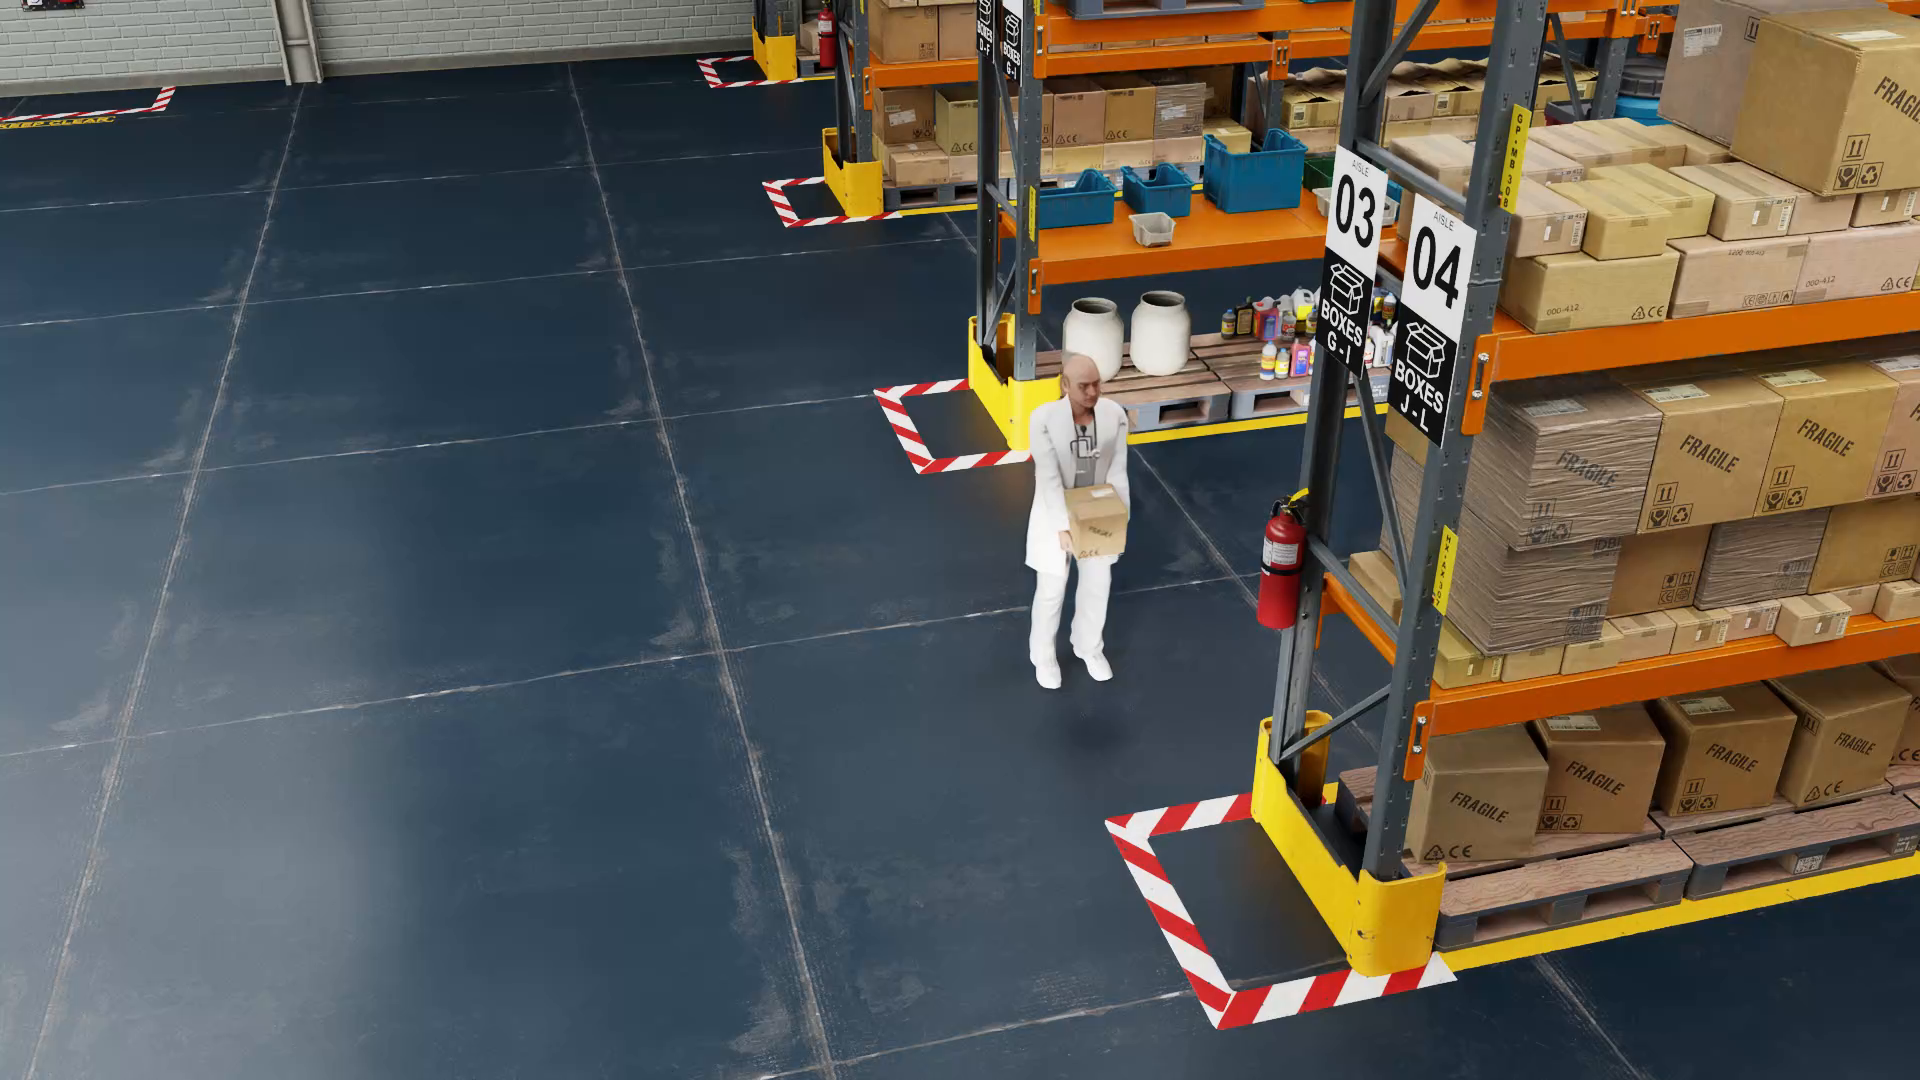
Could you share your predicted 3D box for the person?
[{"bbox_3d":[0.608,-0.052,8.355,0.527,1.780,0.552,-8,31,-14],"label":"person"}]
